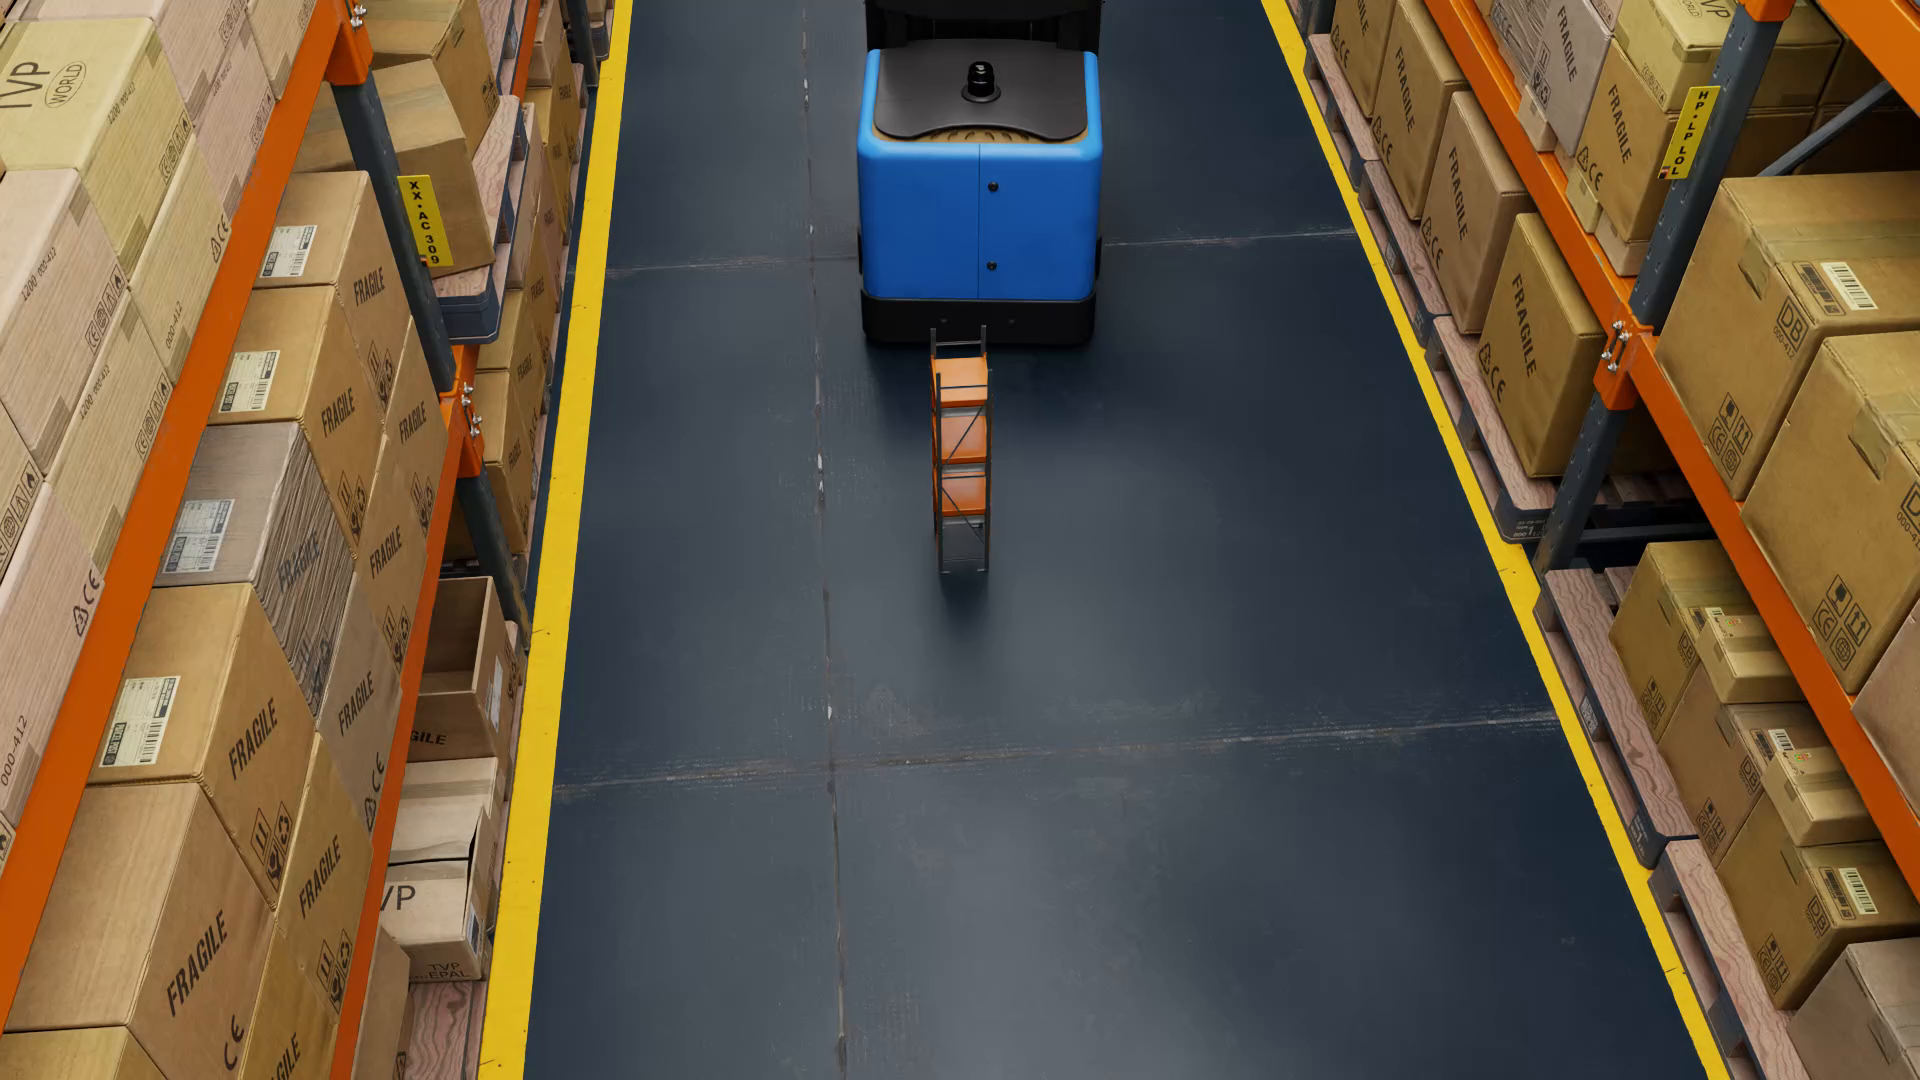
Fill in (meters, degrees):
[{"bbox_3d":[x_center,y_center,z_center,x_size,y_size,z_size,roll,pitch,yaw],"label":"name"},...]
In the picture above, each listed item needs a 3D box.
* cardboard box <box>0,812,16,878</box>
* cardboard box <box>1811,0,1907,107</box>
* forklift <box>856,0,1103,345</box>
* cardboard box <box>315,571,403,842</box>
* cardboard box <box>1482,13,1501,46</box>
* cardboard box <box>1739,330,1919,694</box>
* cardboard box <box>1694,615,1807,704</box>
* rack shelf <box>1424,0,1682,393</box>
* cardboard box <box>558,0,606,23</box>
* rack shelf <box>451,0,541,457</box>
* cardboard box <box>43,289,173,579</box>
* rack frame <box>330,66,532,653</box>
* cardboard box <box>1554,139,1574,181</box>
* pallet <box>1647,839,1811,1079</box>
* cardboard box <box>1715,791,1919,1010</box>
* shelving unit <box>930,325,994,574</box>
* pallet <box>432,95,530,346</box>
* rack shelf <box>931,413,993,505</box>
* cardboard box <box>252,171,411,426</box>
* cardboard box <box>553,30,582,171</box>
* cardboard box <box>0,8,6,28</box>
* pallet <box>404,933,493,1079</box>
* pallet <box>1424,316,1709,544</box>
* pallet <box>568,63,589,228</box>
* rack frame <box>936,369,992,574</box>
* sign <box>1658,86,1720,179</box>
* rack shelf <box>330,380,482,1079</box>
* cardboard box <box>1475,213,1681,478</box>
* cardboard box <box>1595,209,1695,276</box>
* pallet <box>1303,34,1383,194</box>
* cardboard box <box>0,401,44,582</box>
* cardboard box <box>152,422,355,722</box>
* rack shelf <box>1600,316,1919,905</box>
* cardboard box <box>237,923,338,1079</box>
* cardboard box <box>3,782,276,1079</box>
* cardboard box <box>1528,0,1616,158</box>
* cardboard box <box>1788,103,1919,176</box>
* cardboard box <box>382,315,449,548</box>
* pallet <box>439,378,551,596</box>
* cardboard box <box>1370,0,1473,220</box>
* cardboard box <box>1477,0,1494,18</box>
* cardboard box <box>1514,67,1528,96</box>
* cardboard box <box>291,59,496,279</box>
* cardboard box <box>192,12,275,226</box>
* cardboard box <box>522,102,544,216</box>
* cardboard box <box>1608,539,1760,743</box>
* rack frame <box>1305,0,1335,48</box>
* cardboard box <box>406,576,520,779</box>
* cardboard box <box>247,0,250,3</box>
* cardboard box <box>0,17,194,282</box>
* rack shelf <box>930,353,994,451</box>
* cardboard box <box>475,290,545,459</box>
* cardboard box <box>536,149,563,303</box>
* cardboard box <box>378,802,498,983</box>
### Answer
[{"bbox_3d":[-1.630,0.546,2.204,0.500,0.250,0.500,-3,47,-3],"label":"cardboard box"},{"bbox_3d":[3.010,-1.672,5.464,0.500,0.250,0.500,-2,47,-2],"label":"cardboard box"},{"bbox_3d":[0.113,-2.944,7.519,1.130,2.935,3.031,1,47,1],"label":"forklift"},{"bbox_3d":[-1.759,0.438,4.200,0.500,0.500,0.500,-3,47,-2],"label":"cardboard box"},{"bbox_3d":[2.405,-2.185,6.912,0.380,0.149,0.250,-2,47,-2],"label":"cardboard box"},{"bbox_3d":[2.874,-0.103,4.575,0.980,0.700,0.700,-5,47,-4],"label":"cardboard box"},{"bbox_3d":[2.597,0.376,5.313,0.380,0.149,0.250,-2,47,-2],"label":"cardboard box"},{"bbox_3d":[2.622,-2.122,7.189,1.077,0.370,4.000,-3,47,-3],"label":"rack shelf"},{"bbox_3d":[-2.233,-3.108,9.232,0.500,0.250,0.500,-4,47,-3],"label":"cardboard box"},{"bbox_3d":[-2.314,-1.818,6.901,1.077,0.370,4.000,-3,47,-3],"label":"rack shelf"},{"bbox_3d":[-1.722,-0.177,2.889,0.500,0.250,0.500,-3,47,-3],"label":"cardboard box"},{"bbox_3d":[-2.147,-0.618,5.270,1.000,3.000,0.127,-3,47,-3],"label":"rack frame"},{"bbox_3d":[2.457,-1.441,6.208,0.380,0.149,0.250,-2,47,-2],"label":"cardboard box"},{"bbox_3d":[2.880,1.477,5.206,1.003,0.211,1.213,-3,47,-3],"label":"pallet"},{"bbox_3d":[2.829,1.076,5.098,0.700,0.500,0.500,-3,47,-2],"label":"cardboard box"},{"bbox_3d":[0.004,-0.322,6.332,0.215,1.050,0.252,-3,47,-3],"label":"shelving unit"},{"bbox_3d":[-2.105,-1.137,5.893,1.003,0.211,1.213,-3,47,-3],"label":"pallet"},{"bbox_3d":[0.004,-0.315,6.340,0.215,0.259,0.240,-3,47,-3],"label":"rack shelf"},{"bbox_3d":[-1.846,-0.646,4.539,0.500,0.500,0.500,-3,47,-3],"label":"cardboard box"},{"bbox_3d":[-2.169,-2.142,8.131,0.500,0.500,0.500,-2,47,-2],"label":"cardboard box"},{"bbox_3d":[-2.119,-0.947,2.757,0.700,0.500,0.500,-3,47,-3],"label":"cardboard box"},{"bbox_3d":[-1.985,1.722,4.974,1.003,0.211,1.213,-3,47,-3],"label":"pallet"},{"bbox_3d":[2.650,-0.517,7.094,1.003,0.211,1.213,-3,47,-3],"label":"pallet"},{"bbox_3d":[-2.457,-2.011,8.509,1.003,0.211,1.213,-3,47,-3],"label":"pallet"},{"bbox_3d":[0.015,-0.234,6.249,0.200,1.050,0.008,-3,47,-3],"label":"rack frame"},{"bbox_3d":[2.249,-1.253,5.128,0.100,0.325,0.005,-3,47,-3],"label":"sign"},{"bbox_3d":[-1.979,1.076,4.160,1.077,0.370,4.000,-3,47,-3],"label":"rack shelf"},{"bbox_3d":[2.605,-0.790,6.623,0.750,0.750,0.750,-3,47,-3],"label":"cardboard box"},{"bbox_3d":[2.479,-1.070,5.857,0.380,0.149,0.250,-3,47,-3],"label":"cardboard box"},{"bbox_3d":[2.445,-2.282,8.766,1.003,0.211,1.213,-3,47,-3],"label":"pallet"},{"bbox_3d":[-1.679,0.013,2.365,0.500,0.250,0.500,-3,47,-3],"label":"cardboard box"},{"bbox_3d":[-1.759,0.089,3.842,0.500,0.500,0.500,-3,47,-3],"label":"cardboard box"},{"bbox_3d":[2.957,0.772,4.448,1.077,0.370,4.000,-3,47,-3],"label":"rack shelf"},{"bbox_3d":[-1.674,1.168,3.509,0.500,0.500,0.500,-4,47,-3],"label":"cardboard box"},{"bbox_3d":[-1.674,0.821,3.149,0.500,0.500,0.500,-3,47,-3],"label":"cardboard box"},{"bbox_3d":[2.447,-1.753,6.056,0.500,0.500,0.500,-3,47,-3],"label":"cardboard box"},{"bbox_3d":[3.002,-1.414,5.735,0.500,0.500,0.500,-5,47,-5],"label":"cardboard box"},{"bbox_3d":[-1.849,-0.306,4.905,0.500,0.500,0.500,-3,47,-3],"label":"cardboard box"},{"bbox_3d":[-2.252,-0.245,6.837,1.003,0.211,1.213,-3,47,-3],"label":"pallet"},{"bbox_3d":[2.452,-2.047,7.814,0.750,0.750,0.750,-4,47,-3],"label":"cardboard box"},{"bbox_3d":[2.366,-2.478,6.743,0.500,0.500,0.500,-2,47,-2],"label":"cardboard box"},{"bbox_3d":[2.422,-1.810,6.557,0.380,0.149,0.250,-3,47,-3],"label":"cardboard box"},{"bbox_3d":[-1.963,-1.153,5.418,0.700,0.500,0.500,-18,49,-16],"label":"cardboard box"},{"bbox_3d":[-1.810,-0.900,3.574,0.500,0.250,0.500,-3,47,-3],"label":"cardboard box"},{"bbox_3d":[-2.071,-1.619,7.119,0.500,0.250,0.500,-4,47,-4],"label":"cardboard box"},{"bbox_3d":[2.750,0.340,5.794,0.700,0.500,0.500,-3,47,-3],"label":"cardboard box"},{"bbox_3d":[2.454,-3.816,8.298,1.000,3.000,0.127,-3,47,-3],"label":"rack frame"},{"bbox_3d":[-1.816,0.485,5.643,0.500,0.500,0.500,-3,47,-3],"label":"cardboard box"},{"bbox_3d":[-1.835,-1.435,3.736,0.500,0.250,0.500,-3,47,-3],"label":"cardboard box"},{"bbox_3d":[-1.757,-0.711,3.050,0.500,0.250,0.500,-3,47,-3],"label":"cardboard box"},{"bbox_3d":[0.004,-0.510,6.134,0.215,0.259,0.240,-3,47,-3],"label":"rack shelf"},{"bbox_3d":[-2.000,-0.660,6.728,0.500,0.500,0.500,-3,47,-3],"label":"cardboard box"},{"bbox_3d":[-2.076,-1.388,7.417,0.500,0.500,0.500,-5,47,-5],"label":"cardboard box"},{"bbox_3d":[-1.754,1.093,5.198,0.500,0.311,0.500,-3,47,-3],"label":"cardboard box"}]
